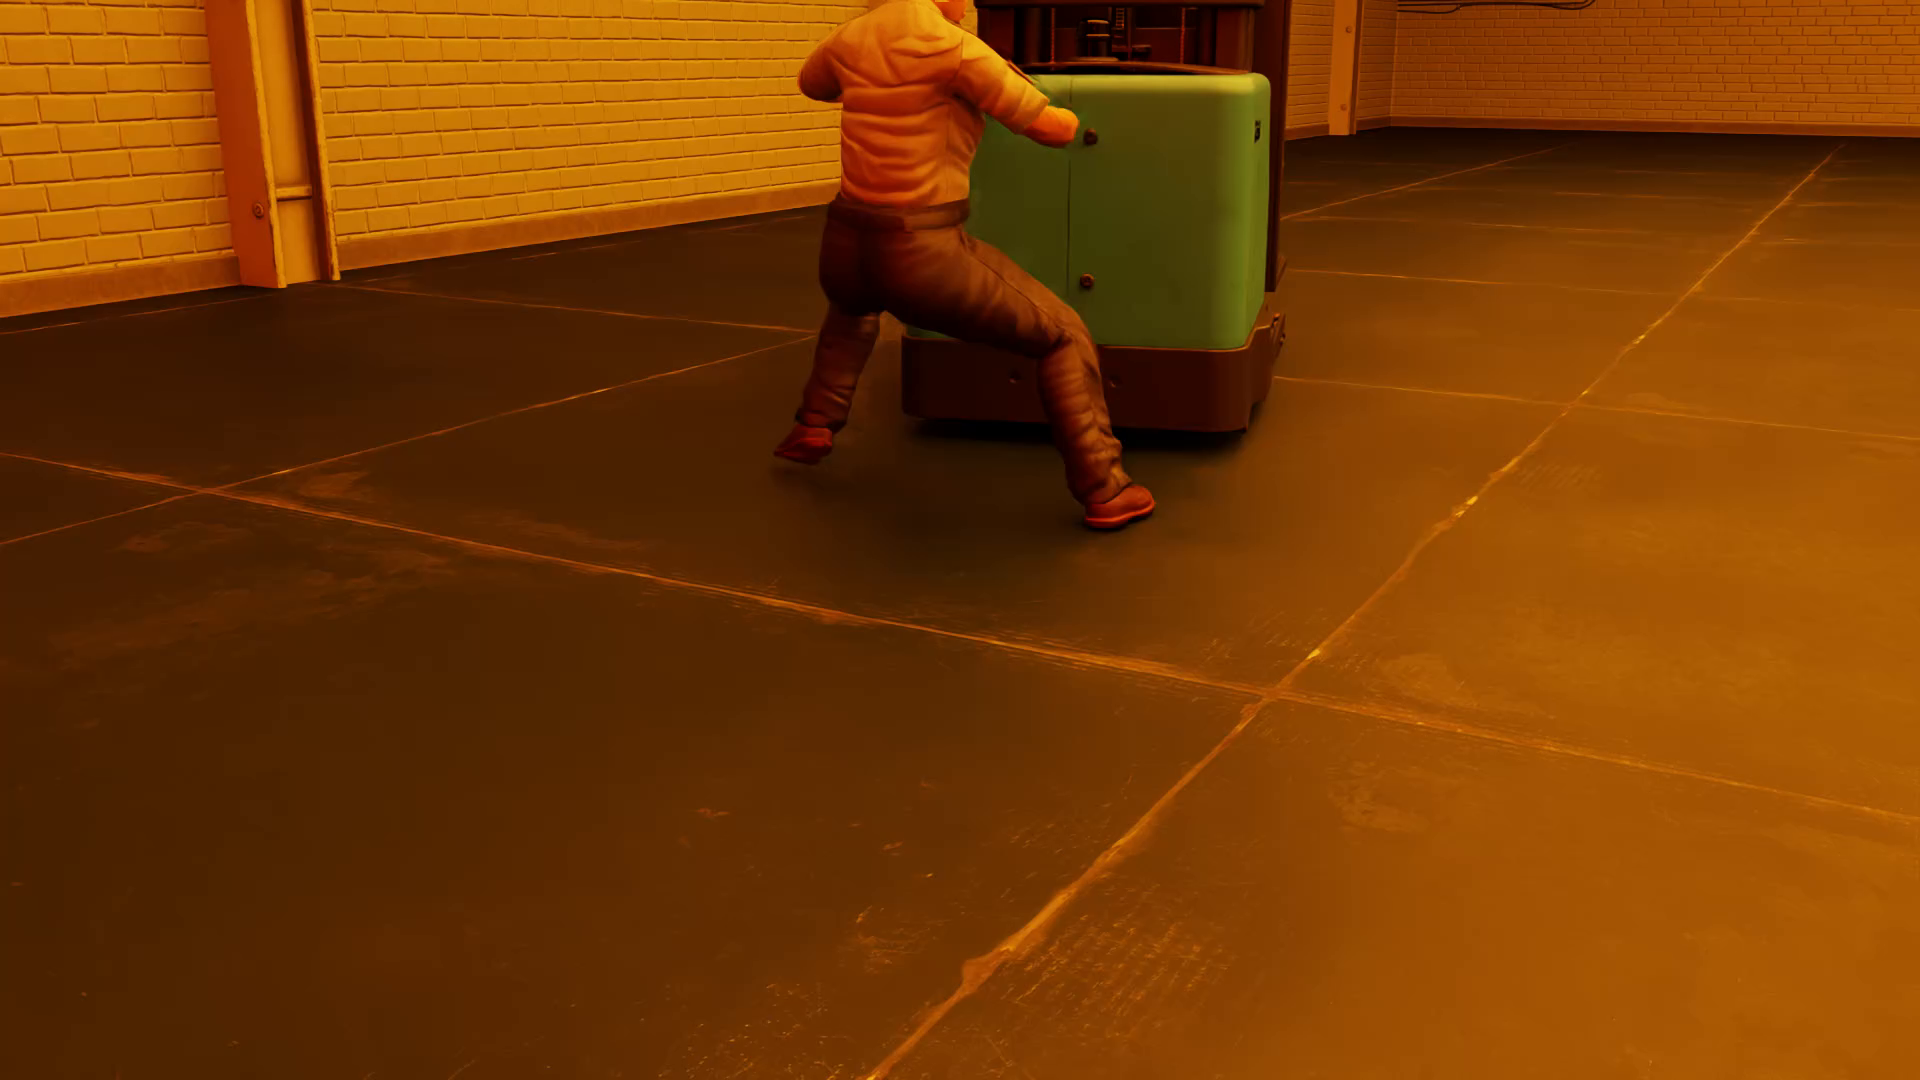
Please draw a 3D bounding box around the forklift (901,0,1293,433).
[{"bbox_3d":[0.660,-2.096,5.969,1.130,2.935,3.031,4,17,13],"label":"forklift"}]

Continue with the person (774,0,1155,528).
[{"bbox_3d":[-0.041,-0.804,4.246,1.114,1.426,0.660,15,22,40],"label":"person"}]
